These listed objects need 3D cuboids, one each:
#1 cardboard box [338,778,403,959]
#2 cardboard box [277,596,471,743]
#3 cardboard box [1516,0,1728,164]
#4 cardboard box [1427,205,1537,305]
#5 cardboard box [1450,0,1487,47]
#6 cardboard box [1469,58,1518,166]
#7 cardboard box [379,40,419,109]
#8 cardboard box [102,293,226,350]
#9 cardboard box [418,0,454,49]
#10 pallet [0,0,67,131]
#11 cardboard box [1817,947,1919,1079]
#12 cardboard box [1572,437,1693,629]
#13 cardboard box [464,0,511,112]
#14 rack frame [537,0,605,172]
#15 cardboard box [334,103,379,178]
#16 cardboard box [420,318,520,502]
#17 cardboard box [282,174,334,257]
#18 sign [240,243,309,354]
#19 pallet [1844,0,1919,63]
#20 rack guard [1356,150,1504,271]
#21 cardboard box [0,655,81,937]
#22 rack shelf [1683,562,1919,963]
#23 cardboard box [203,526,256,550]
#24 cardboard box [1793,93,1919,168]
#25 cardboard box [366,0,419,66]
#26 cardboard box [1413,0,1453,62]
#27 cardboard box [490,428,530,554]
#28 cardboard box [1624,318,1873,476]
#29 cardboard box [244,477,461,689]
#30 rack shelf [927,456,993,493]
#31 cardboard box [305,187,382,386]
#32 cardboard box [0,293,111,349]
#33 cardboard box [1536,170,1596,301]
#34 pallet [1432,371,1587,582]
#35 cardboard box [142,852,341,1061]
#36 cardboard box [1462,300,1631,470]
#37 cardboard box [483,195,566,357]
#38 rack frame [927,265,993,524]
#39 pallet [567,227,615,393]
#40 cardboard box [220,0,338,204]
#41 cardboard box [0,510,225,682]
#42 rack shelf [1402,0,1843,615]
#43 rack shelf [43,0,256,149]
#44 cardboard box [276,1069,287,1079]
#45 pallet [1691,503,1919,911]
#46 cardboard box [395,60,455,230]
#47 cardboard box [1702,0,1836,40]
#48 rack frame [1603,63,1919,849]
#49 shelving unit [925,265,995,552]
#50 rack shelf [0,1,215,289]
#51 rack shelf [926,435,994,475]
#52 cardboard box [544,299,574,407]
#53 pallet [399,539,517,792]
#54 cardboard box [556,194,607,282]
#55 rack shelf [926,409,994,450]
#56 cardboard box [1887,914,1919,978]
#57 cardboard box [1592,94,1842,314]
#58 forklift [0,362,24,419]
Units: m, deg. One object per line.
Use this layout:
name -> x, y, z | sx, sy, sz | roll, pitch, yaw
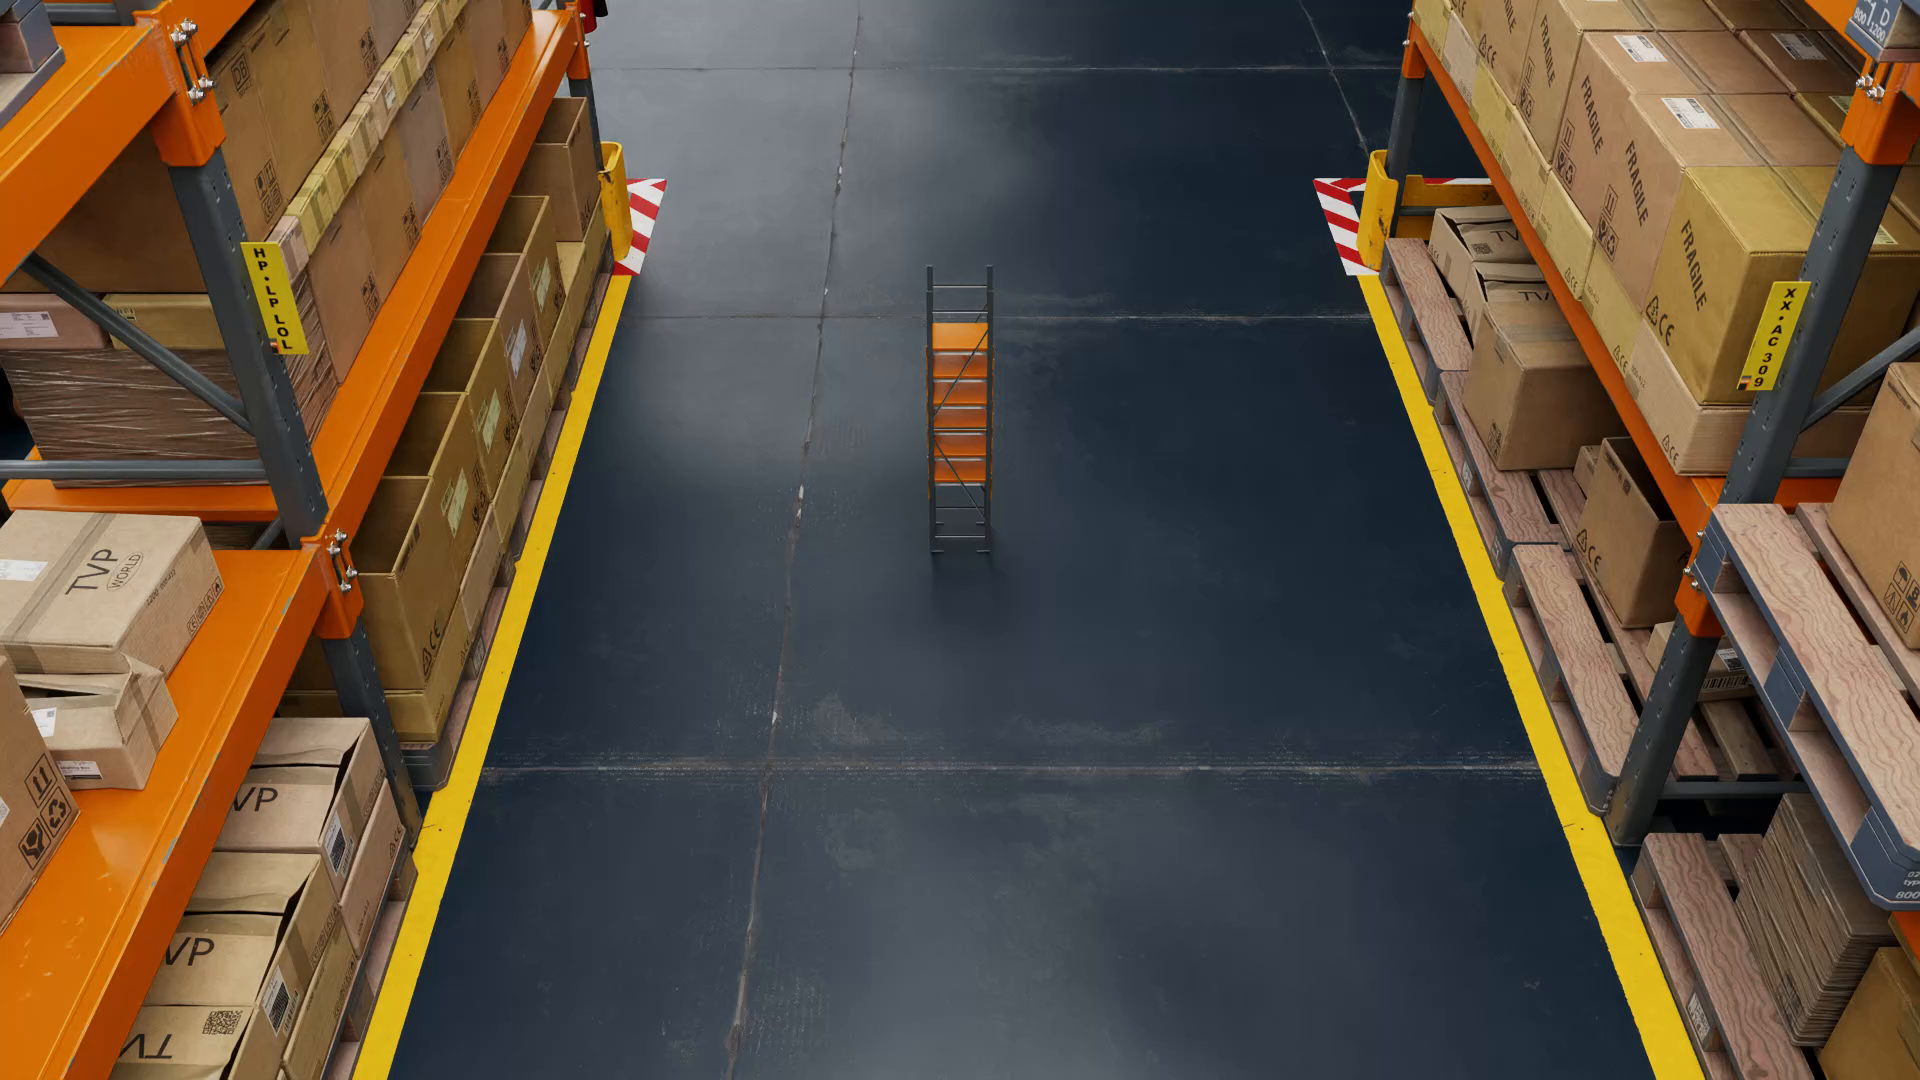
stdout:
cardboard box -> -2.007, 0.981, 4.991 | 0.500, 0.250, 0.500 | 0, 39, 0
cardboard box -> -1.995, 0.431, 5.676 | 0.500, 0.250, 0.500 | 0, 39, 0
cardboard box -> 2.349, -1.683, 5.956 | 0.500, 0.500, 0.500 | 1, 39, 1
cardboard box -> 2.562, -1.385, 7.878 | 0.500, 0.311, 0.500 | -4, 39, -5
cardboard box -> 2.342, -2.329, 6.762 | 0.500, 0.500, 0.500 | 0, 39, 0
cardboard box -> 2.344, -1.696, 6.571 | 0.500, 0.250, 0.500 | -1, 39, -1
cardboard box -> -2.110, -1.617, 5.770 | 0.380, 0.149, 0.250 | 0, 39, 0
cardboard box -> -2.104, -0.648, 4.561 | 0.380, 0.149, 0.250 | 0, 39, 0
cardboard box -> -2.108, -1.933, 6.164 | 0.380, 0.149, 0.250 | 1, 39, 1
pallet -> -2.284, -0.732, 3.019 | 0.805, 0.209, 1.217 | -1, 39, -2
cardboard box -> 2.724, 1.394, 4.259 | 0.700, 0.500, 0.500 | -1, 39, -1
cardboard box -> 2.615, -0.039, 6.047 | 0.500, 0.500, 0.500 | -3, 39, -3
cardboard box -> -2.309, -2.108, 6.902 | 0.700, 0.500, 0.500 | 1, 39, 1
rack frame -> -2.302, -2.689, 7.707 | 1.000, 3.000, 0.127 | 0, 39, 0
cardboard box -> -2.106, -1.287, 5.358 | 0.380, 0.149, 0.250 | -1, 39, -2
cardboard box -> -1.986, -0.487, 6.222 | 0.500, 0.500, 0.500 | 0, 39, 0
cardboard box -> -2.107, -0.966, 4.959 | 0.380, 0.149, 0.250 | -1, 39, -1
sign -> -1.755, -0.615, 4.256 | 0.100, 0.325, 0.005 | 0, 39, 0
pallet -> 2.550, -0.905, 3.232 | 1.213, 0.211, 1.003 | 0, 39, 0
rack guard -> 2.652, -1.672, 8.437 | 1.175, 0.500, 0.348 | 0, 39, 0
cardboard box -> -2.312, 0.583, 3.544 | 0.500, 0.500, 0.500 | 3, 39, 3
rack shelf -> 2.658, 1.338, 3.257 | 1.077, 0.370, 4.000 | 0, 39, 0
cardboard box -> -2.506, -0.174, 5.831 | 0.500, 0.500, 0.500 | 0, 39, 0
cardboard box -> 2.868, -1.053, 5.170 | 0.500, 0.500, 0.500 | 0, 39, 0
cardboard box -> -2.306, -1.952, 5.670 | 0.700, 0.500, 0.500 | 0, 39, 0
cardboard box -> 2.335, -2.339, 7.374 | 0.500, 0.250, 0.500 | -1, 39, -1
cardboard box -> -1.986, -0.194, 6.457 | 0.500, 0.250, 0.500 | 0, 39, 0
cardboard box -> 2.352, -0.439, 5.003 | 0.500, 0.250, 0.500 | 0, 39, 0
cardboard box -> -1.985, 0.139, 5.442 | 0.500, 0.500, 0.500 | 0, 39, 0
rack shelf -> 0.000, -0.255, 6.564 | 0.258, 0.103, 0.180 | 0, 39, 0
cardboard box -> -2.311, -0.834, 5.312 | 0.700, 0.500, 0.500 | 0, 39, -1
cardboard box -> -2.512, -0.650, 4.563 | 0.380, 0.149, 0.250 | 0, 39, 0
cardboard box -> 2.344, -1.065, 5.784 | 0.500, 0.250, 0.500 | 0, 39, 0
pallet -> 2.616, -0.290, 6.943 | 1.003, 0.211, 1.213 | 0, 39, 0
cardboard box -> -2.003, 1.081, 4.417 | 0.500, 0.311, 0.500 | 1, 39, 1
cardboard box -> 2.514, -0.643, 6.801 | 0.700, 0.500, 0.500 | -2, 39, -3
cardboard box -> -1.988, -1.112, 7.002 | 0.500, 0.500, 0.500 | 0, 39, 0
rack frame -> 0.000, -0.534, 6.457 | 0.240, 1.200, 0.006 | 0, 39, 0
pallet -> -2.259, -1.123, 7.982 | 1.003, 0.211, 1.213 | 0, 39, 0
cardboard box -> -2.306, -1.326, 4.889 | 0.700, 0.500, 0.500 | 0, 39, 0
cardboard box -> -2.253, 0.179, 4.248 | 0.500, 0.250, 0.500 | 2, 39, 3
rack shelf -> 2.654, -1.164, 6.379 | 1.077, 0.370, 4.000 | 0, 39, 0
rack shelf -> -2.300, -2.328, 5.433 | 1.077, 0.370, 4.000 | 0, 39, 0
cardboard box -> -2.007, 1.617, 4.197 | 0.500, 0.250, 0.500 | 1, 39, 1
pallet -> 2.512, 0.359, 4.056 | 1.003, 0.211, 1.213 | 0, 39, 0
cardboard box -> -2.310, -1.468, 6.103 | 0.700, 0.500, 0.500 | 1, 39, 1
cardboard box -> 2.861, -1.689, 5.964 | 0.500, 0.500, 0.500 | 0, 39, 1
rack frame -> 2.656, -0.194, 4.593 | 1.000, 3.000, 0.127 | 0, 39, 0
shelving unit -> 0.000, -0.477, 6.386 | 0.258, 1.200, 0.189 | 0, 39, 0
rack shelf -> -2.295, 0.173, 2.312 | 1.077, 0.370, 4.000 | 0, 39, 0
rack shelf -> 0.000, -0.349, 6.489 | 0.258, 0.103, 0.180 | 0, 39, 0
cardboard box -> -1.991, -0.819, 7.237 | 0.500, 0.250, 0.500 | 0, 39, 0
pallet -> -2.257, 0.403, 6.078 | 1.003, 0.211, 1.213 | 0, 39, 0
cardboard box -> -2.006, -1.445, 8.017 | 0.500, 0.250, 0.500 | 0, 39, 0
rack shelf -> 0.000, -0.443, 6.414 | 0.258, 0.103, 0.180 | 0, 39, 0
cardboard box -> 2.678, 1.053, 4.085 | 0.500, 0.250, 0.500 | -1, 39, -1
cardboard box -> 2.340, -1.043, 5.157 | 0.500, 0.500, 0.500 | 0, 39, 0
forklift -> -4.614, -1.888, 6.762 | 1.130, 2.935, 3.031 | 2, 39, 2
